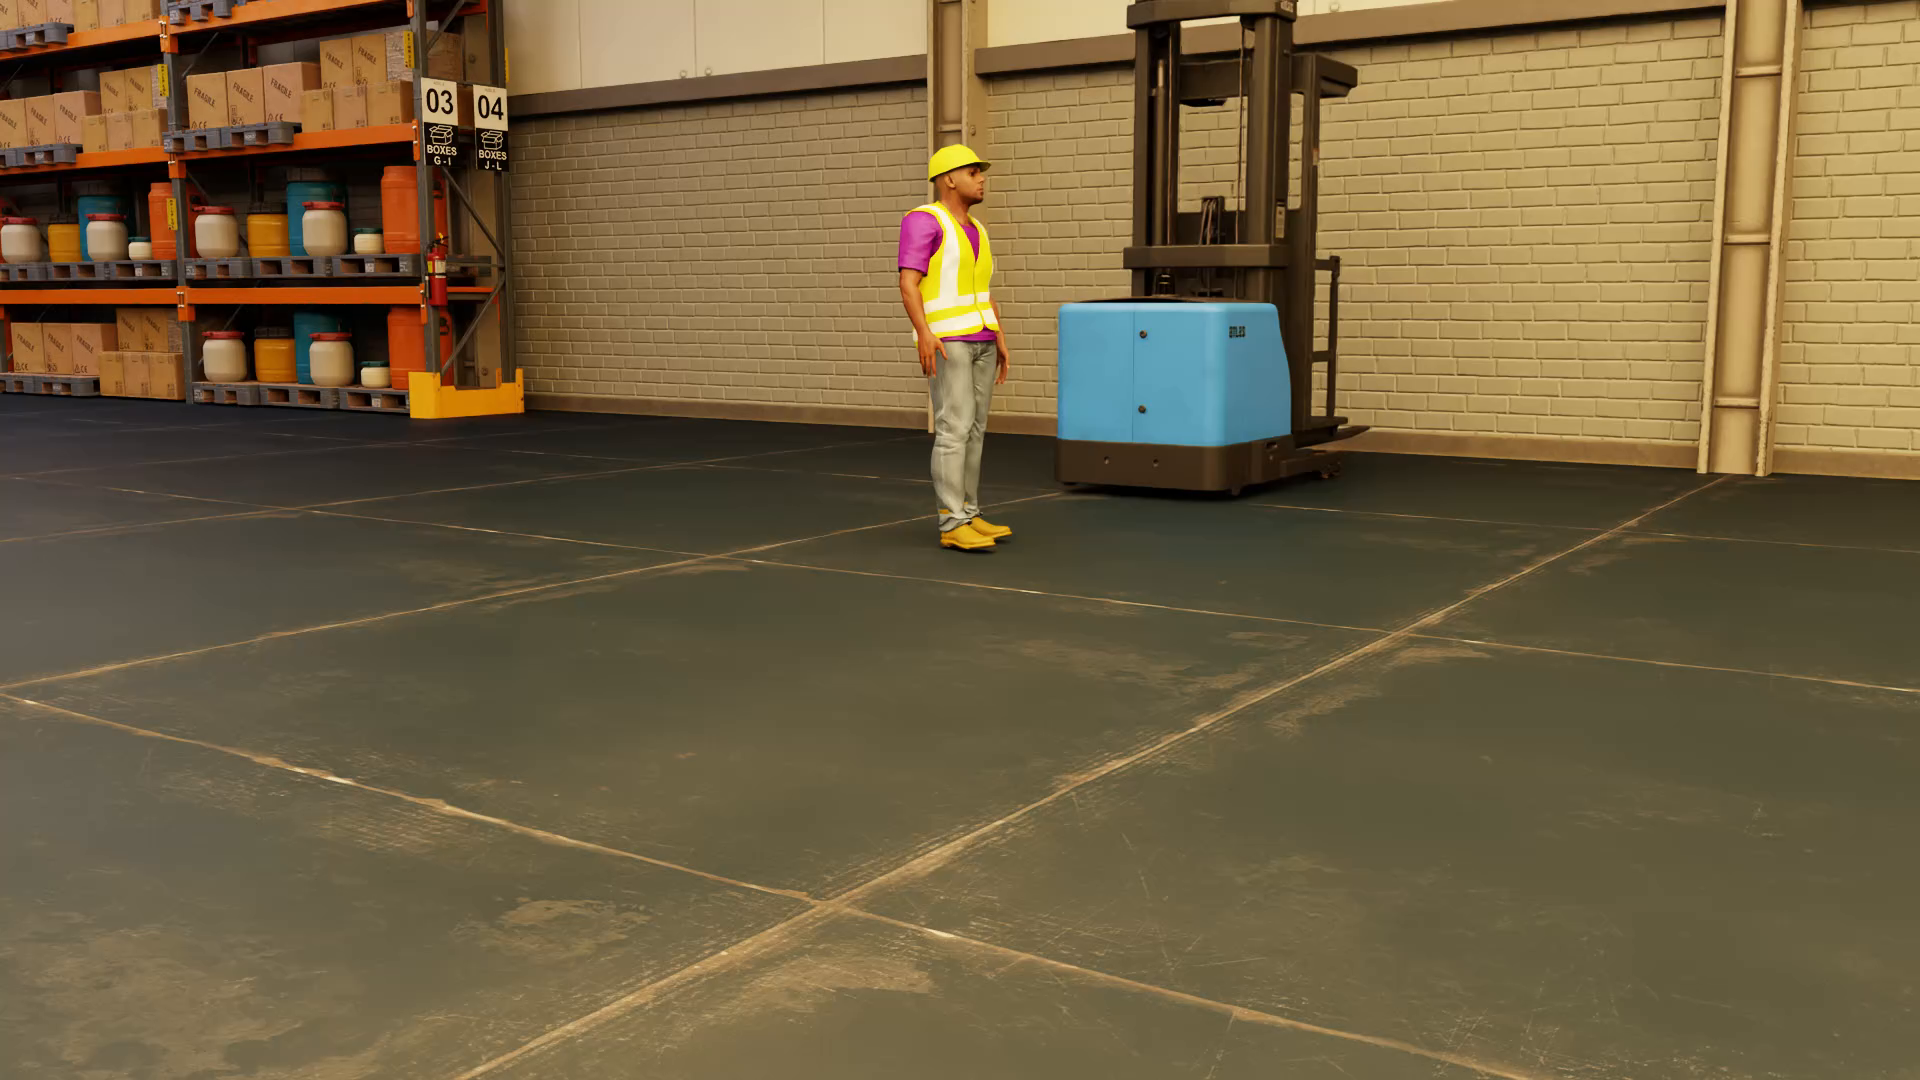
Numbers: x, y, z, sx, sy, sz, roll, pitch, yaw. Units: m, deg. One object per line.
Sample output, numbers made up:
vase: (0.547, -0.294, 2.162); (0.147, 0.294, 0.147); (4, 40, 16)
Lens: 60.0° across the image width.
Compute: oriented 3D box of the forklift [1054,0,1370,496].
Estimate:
forklift: (1.748, -1.856, 10.244); (1.130, 2.935, 3.031); (5, 10, 32)

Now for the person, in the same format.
person: (0.054, -0.875, 7.435); (0.577, 1.765, 0.666); (5, 10, 34)
